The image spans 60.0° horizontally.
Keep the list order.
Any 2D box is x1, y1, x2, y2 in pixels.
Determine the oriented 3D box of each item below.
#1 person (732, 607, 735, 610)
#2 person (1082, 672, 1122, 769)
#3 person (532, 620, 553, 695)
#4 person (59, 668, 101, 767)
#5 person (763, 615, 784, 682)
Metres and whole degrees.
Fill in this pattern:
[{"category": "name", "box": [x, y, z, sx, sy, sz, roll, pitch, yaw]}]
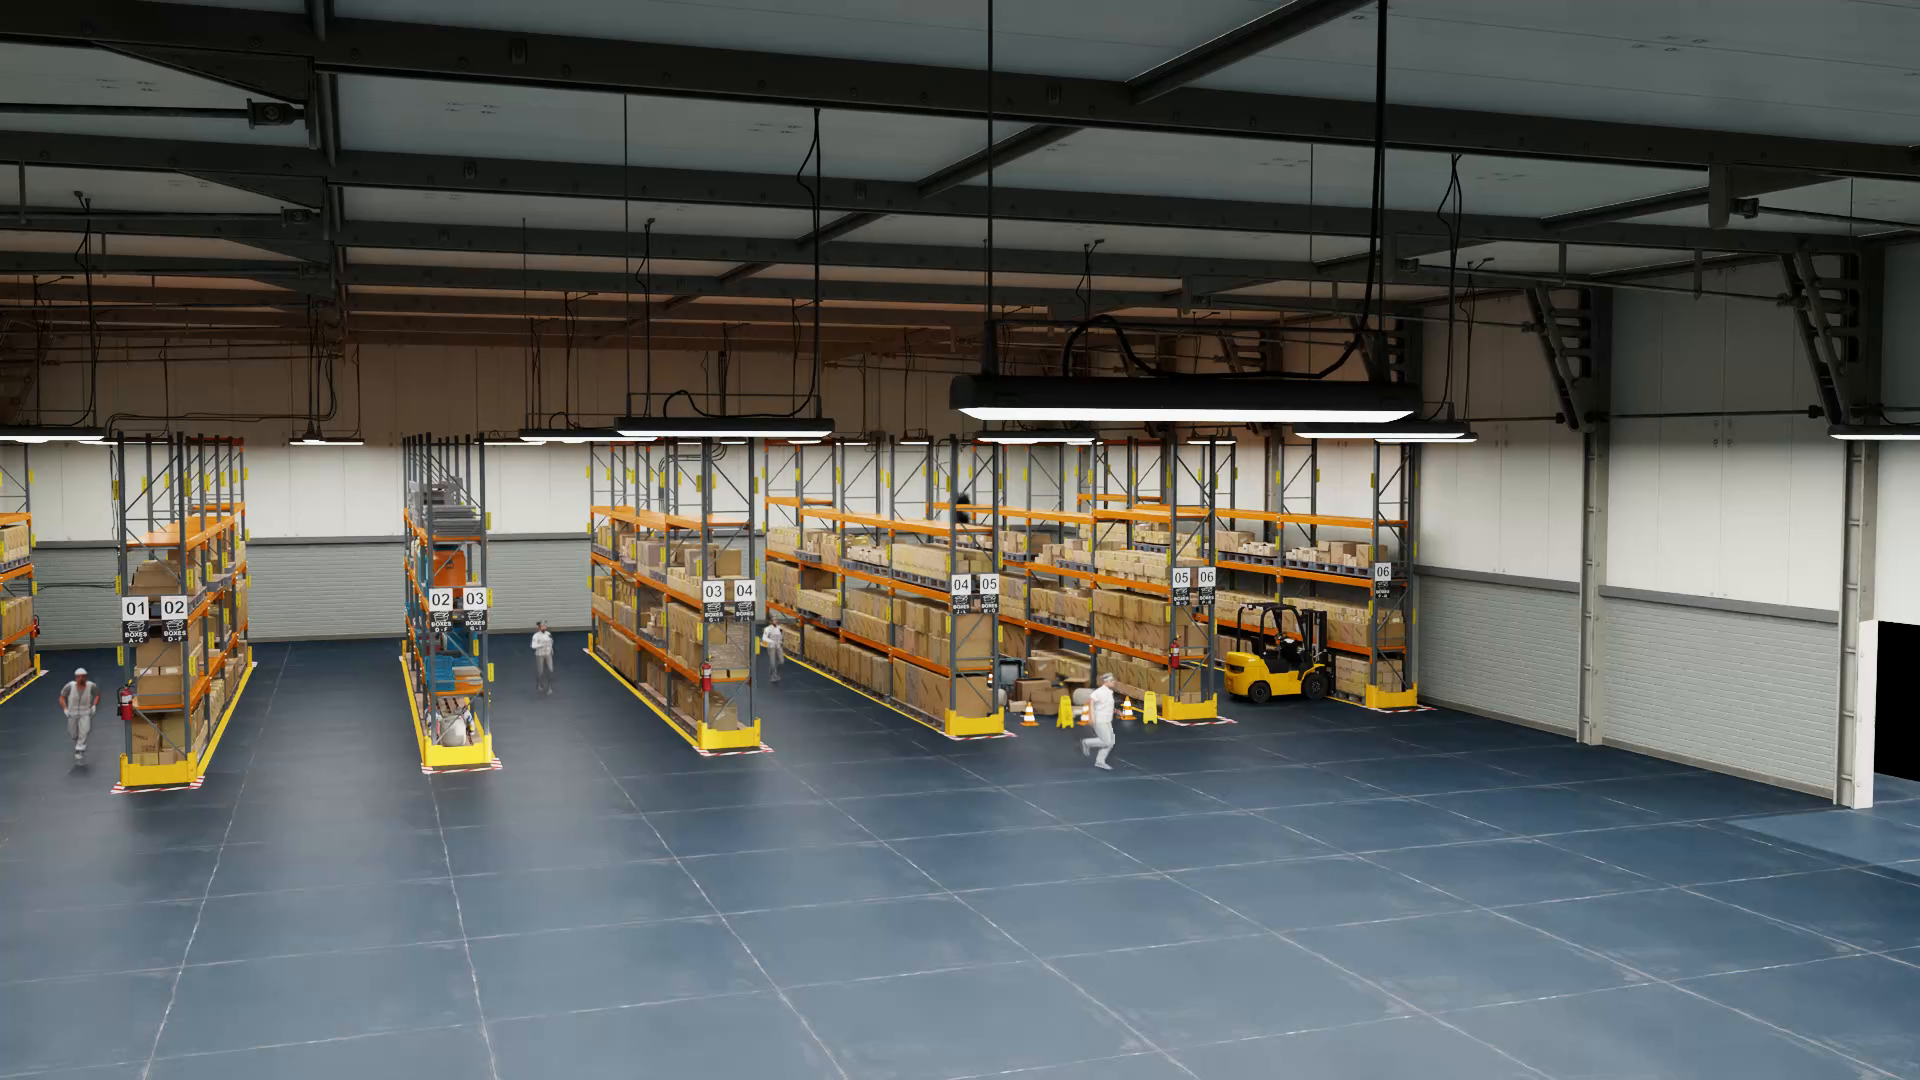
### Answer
[{"category": "person", "box": [-6.526, 2.244, 48.680, 0.895, 1.622, 0.600, -3, 4, -43]}, {"category": "person", "box": [2.544, 3.229, 29.736, 0.704, 1.739, 0.702, 2, 4, 26]}, {"category": "person", "box": [-9.689, 2.728, 38.713, 0.591, 1.741, 0.704, -2, 4, -33]}, {"category": "person", "box": [-15.983, 3.188, 30.226, 0.659, 1.766, 0.986, -1, 3, -25]}, {"category": "person", "box": [-4.507, 2.641, 40.498, 0.618, 1.659, 0.597, -2, 4, -29]}]
